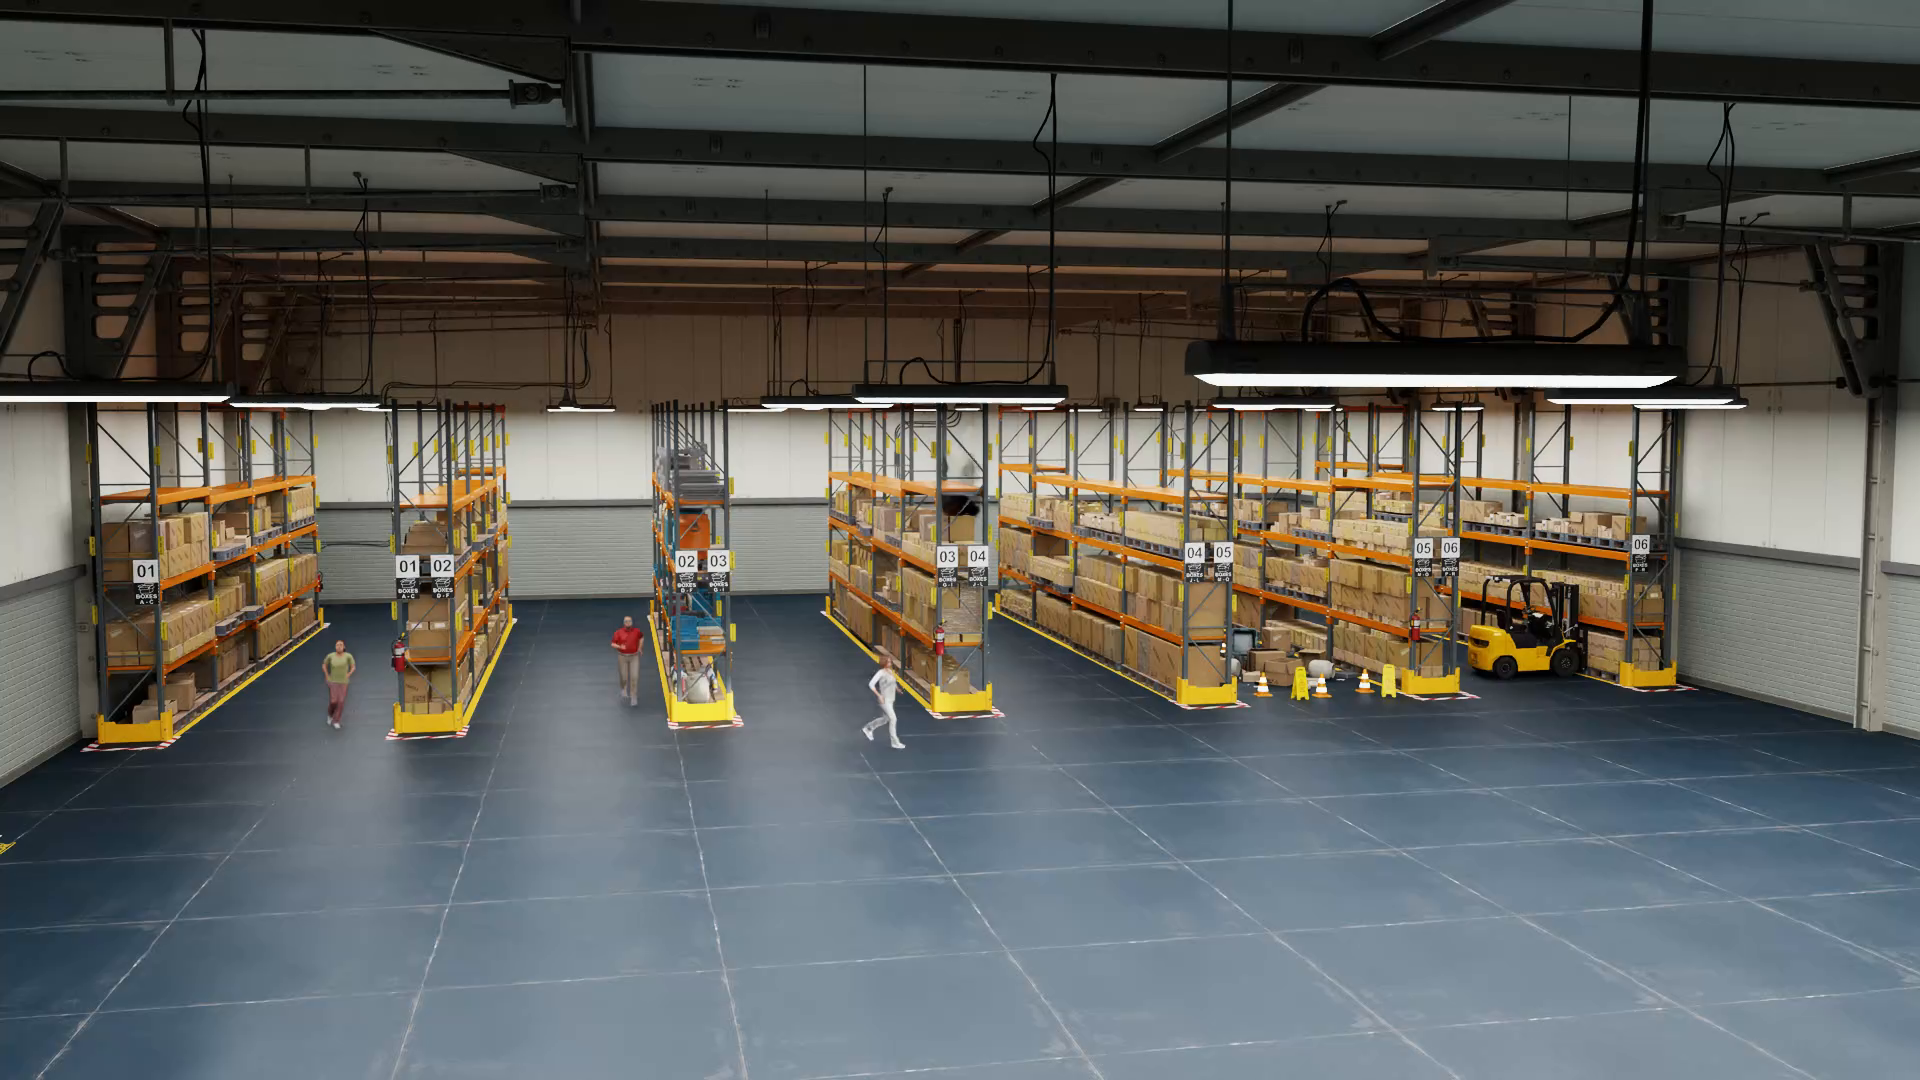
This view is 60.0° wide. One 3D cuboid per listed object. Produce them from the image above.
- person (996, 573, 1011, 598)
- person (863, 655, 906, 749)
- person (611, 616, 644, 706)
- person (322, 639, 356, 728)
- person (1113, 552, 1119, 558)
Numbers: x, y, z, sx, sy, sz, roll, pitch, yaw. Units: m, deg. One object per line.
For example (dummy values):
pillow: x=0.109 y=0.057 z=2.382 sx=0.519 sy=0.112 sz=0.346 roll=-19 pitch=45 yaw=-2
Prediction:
person: x=1.387 y=1.134 z=49.711 sx=0.623 sy=1.735 sz=0.711 roll=-1 pitch=4 yaw=-10
person: x=-1.310 y=2.769 z=28.561 sx=0.855 sy=1.586 sz=0.559 roll=2 pitch=5 yaw=23
person: x=-6.556 y=2.364 z=32.895 sx=0.661 sy=1.716 sz=0.973 roll=-1 pitch=5 yaw=-18
person: x=-11.351 y=2.626 z=30.420 sx=0.557 sy=1.639 sz=0.529 roll=-2 pitch=5 yaw=-22
person: x=4.687 y=1.045 z=50.798 sx=0.766 sy=1.735 sz=0.717 roll=-1 pitch=4 yaw=-10
